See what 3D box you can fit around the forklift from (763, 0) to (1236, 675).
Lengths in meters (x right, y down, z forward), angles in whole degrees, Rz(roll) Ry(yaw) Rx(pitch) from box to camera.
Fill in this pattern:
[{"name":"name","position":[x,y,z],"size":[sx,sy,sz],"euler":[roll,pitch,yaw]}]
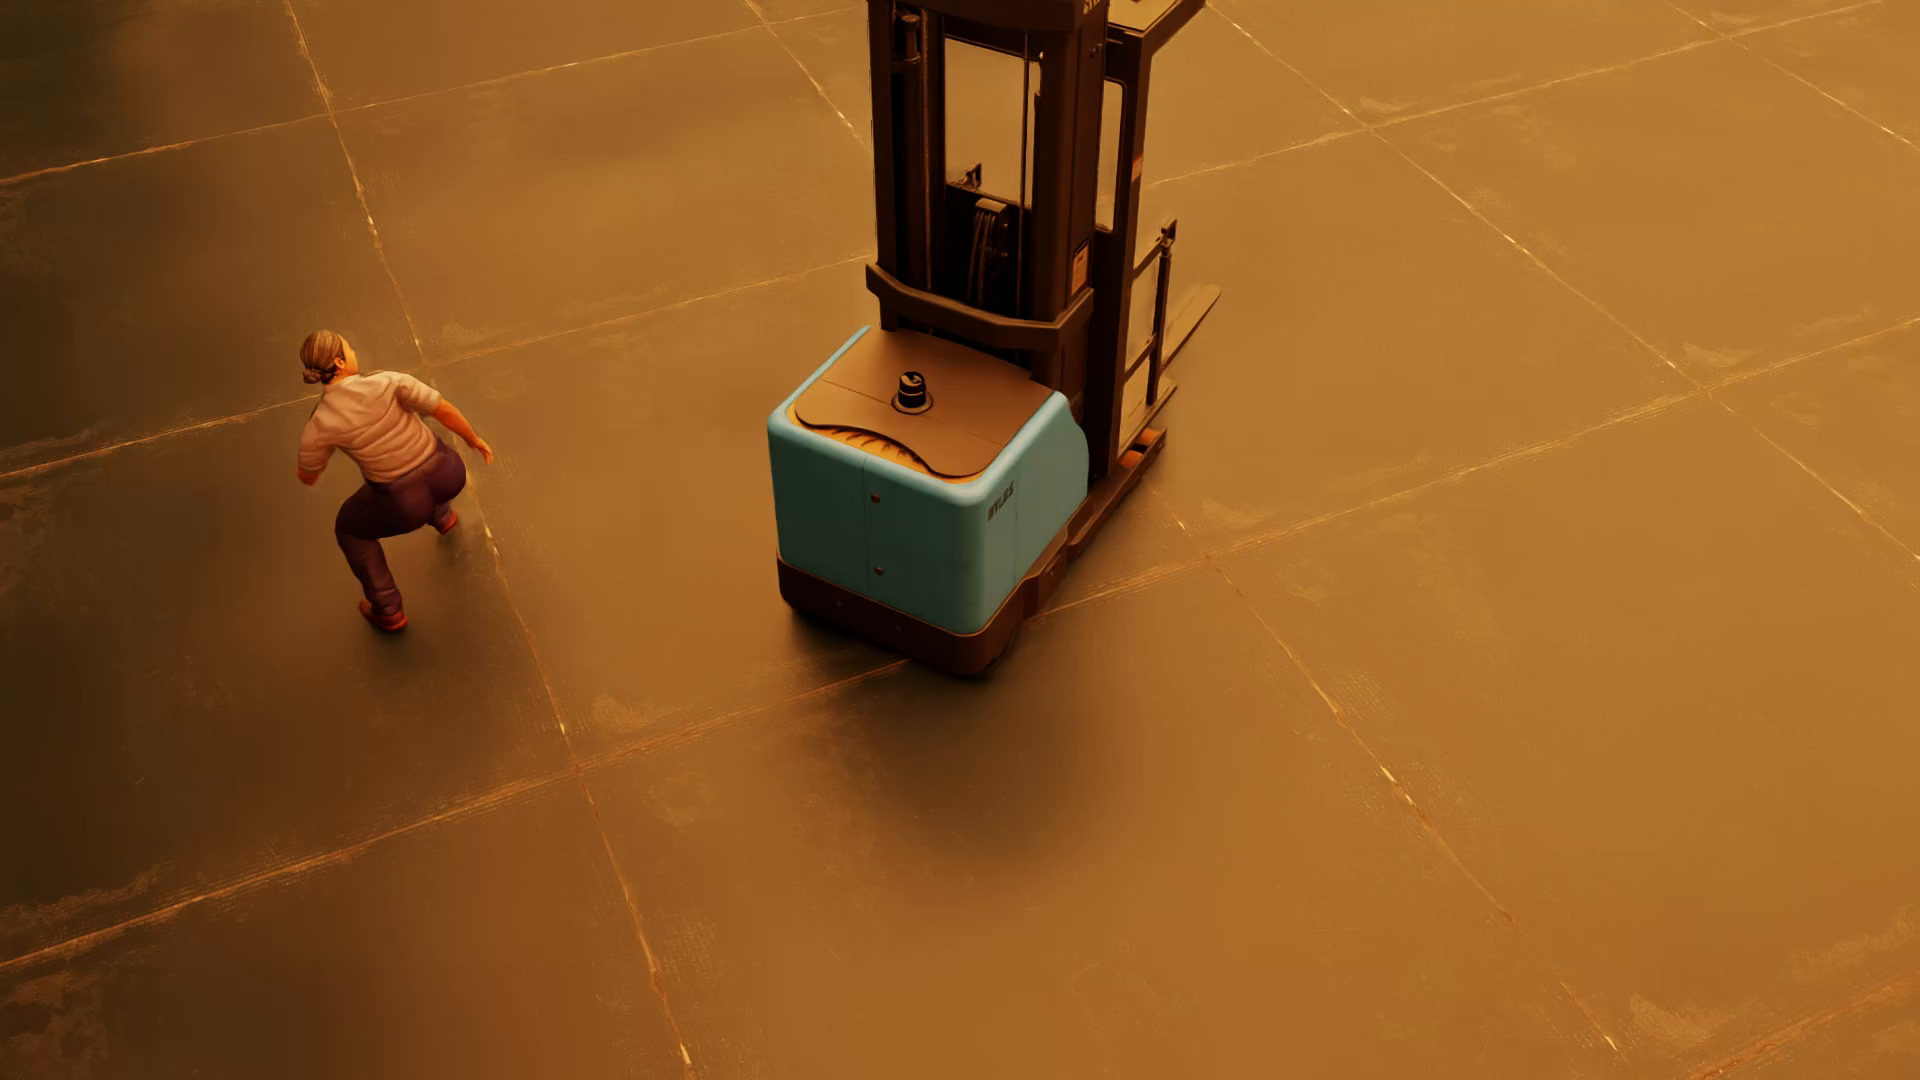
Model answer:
[{"name":"forklift","position":[0.387,-1.478,7.264],"size":[1.130,2.935,3.031],"euler":[23,48,23]}]

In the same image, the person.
[{"name":"person","position":[-2.503,-0.330,7.169],"size":[0.715,1.429,0.667],"euler":[-34,53,-31]}]
